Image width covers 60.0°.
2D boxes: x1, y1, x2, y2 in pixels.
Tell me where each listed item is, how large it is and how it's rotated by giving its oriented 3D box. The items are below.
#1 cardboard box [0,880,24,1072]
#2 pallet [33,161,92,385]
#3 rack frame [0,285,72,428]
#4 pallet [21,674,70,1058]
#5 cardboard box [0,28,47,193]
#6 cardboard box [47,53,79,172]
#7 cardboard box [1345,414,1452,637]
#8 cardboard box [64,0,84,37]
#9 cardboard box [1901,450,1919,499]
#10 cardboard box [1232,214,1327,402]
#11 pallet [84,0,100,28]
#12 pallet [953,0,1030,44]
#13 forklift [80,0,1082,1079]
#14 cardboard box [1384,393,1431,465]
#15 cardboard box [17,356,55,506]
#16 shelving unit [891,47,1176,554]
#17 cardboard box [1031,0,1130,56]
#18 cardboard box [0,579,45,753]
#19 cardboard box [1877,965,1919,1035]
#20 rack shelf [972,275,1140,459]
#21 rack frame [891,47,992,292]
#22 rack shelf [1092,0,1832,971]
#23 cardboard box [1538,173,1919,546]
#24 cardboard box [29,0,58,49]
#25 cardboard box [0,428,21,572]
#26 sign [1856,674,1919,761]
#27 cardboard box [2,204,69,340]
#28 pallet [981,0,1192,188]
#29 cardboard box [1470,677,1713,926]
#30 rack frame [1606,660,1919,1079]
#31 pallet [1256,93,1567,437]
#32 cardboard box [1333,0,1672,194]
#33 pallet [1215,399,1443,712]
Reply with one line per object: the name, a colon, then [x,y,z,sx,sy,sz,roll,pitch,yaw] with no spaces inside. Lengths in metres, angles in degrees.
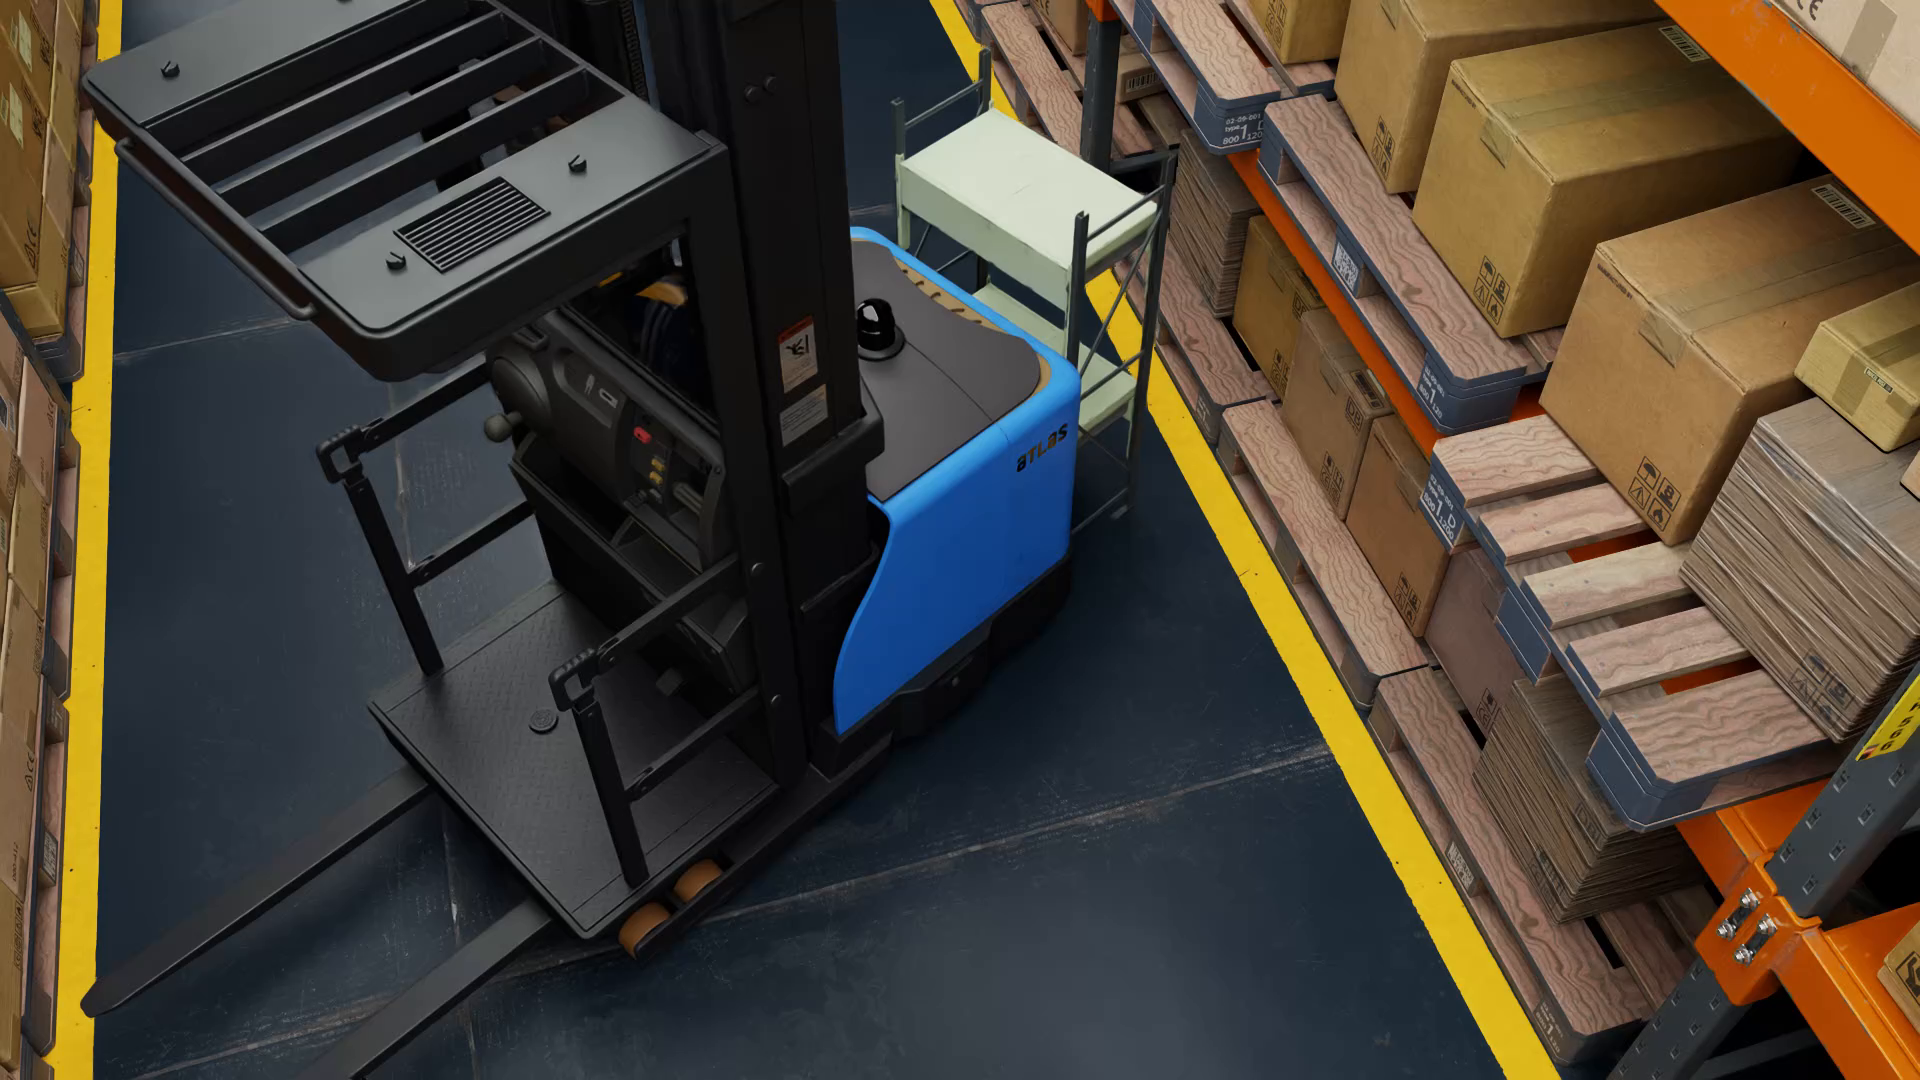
cardboard box: [-2.755,1.175,4.321,0.500,0.250,0.500,-15,51,-12]
pallet: [-3.950,-0.995,6.450,1.003,0.211,1.213,-13,51,-11]
rack frame: [-3.755,-1.303,4.887,1.000,3.000,0.127,-13,51,-11]
pallet: [-3.135,1.018,4.754,1.003,0.211,1.213,-13,51,-11]
cardboard box: [-3.748,-1.567,6.142,0.500,0.500,0.500,-13,51,-11]
cardboard box: [-3.888,-1.692,6.738,0.500,0.250,0.500,-13,51,-11]
cardboard box: [1.681,-0.114,5.231,0.700,0.500,0.500,-14,51,-11]
cardboard box: [-4.188,-2.422,7.353,0.500,0.250,0.500,-13,51,-11]
cardboard box: [2.029,-0.133,3.123,0.380,0.149,0.250,-19,53,-16]
cardboard box: [1.411,-0.862,5.862,0.700,0.500,0.500,-14,51,-12]
pallet: [-4.671,-2.777,7.953,1.003,0.211,1.213,-13,51,-11]
pallet: [0.380,-2.902,8.059,1.003,0.211,1.213,-13,51,-11]
forklift: [-1.034,-0.204,4.005,3.031,2.935,1.130,-37,59,-27]
cardboard box: [1.631,-0.401,4.983,0.500,0.250,0.500,-14,51,-11]
cardboard box: [-3.355,-0.315,5.577,0.500,0.250,0.500,-14,51,-11]
shelving unit: [0.204,-0.701,5.359,0.431,1.500,0.755,-37,59,-27]
cardboard box: [0.631,-2.511,7.252,0.500,0.500,0.500,-17,52,-14]
cardboard box: [-3.055,0.428,4.951,0.500,0.250,0.500,-12,51,-10]
cardboard box: [2.035,0.863,3.212,0.380,0.149,0.250,-14,51,-12]
rack shelf: [0.204,-0.491,5.608,0.431,0.370,0.720,-37,59,-27]
rack frame: [-0.054,-0.900,5.527,0.400,1.500,0.023,-37,59,-27]
rack shelf: [1.568,-0.733,4.877,1.077,0.370,4.000,-13,51,-11]
cardboard box: [1.820,-0.422,3.790,0.700,0.500,0.500,-18,52,-14]
cardboard box: [-4.038,-2.299,6.759,0.500,0.500,0.500,-13,51,-11]
cardboard box: [-3.201,-0.123,5.049,0.500,0.311,0.500,-12,51,-10]
sign: [1.644,0.277,2.849,0.100,0.325,0.005,-13,51,-11]
cardboard box: [-3.602,-0.960,6.121,0.500,0.250,0.500,-13,51,-11]
pallet: [0.744,-2.010,7.306,1.003,0.211,1.213,-13,51,-11]
cardboard box: [1.897,0.645,4.591,0.700,0.500,0.500,-13,51,-10]
rack frame: [2.159,0.496,3.370,1.000,3.000,0.127,-13,51,-11]
pallet: [1.535,-0.879,4.655,1.003,0.211,1.213,-13,51,-11]
cardboard box: [1.477,-1.337,4.562,0.700,0.500,0.500,-7,50,-6]
pallet: [1.572,-0.066,5.668,1.003,0.211,1.213,-13,51,-11]
